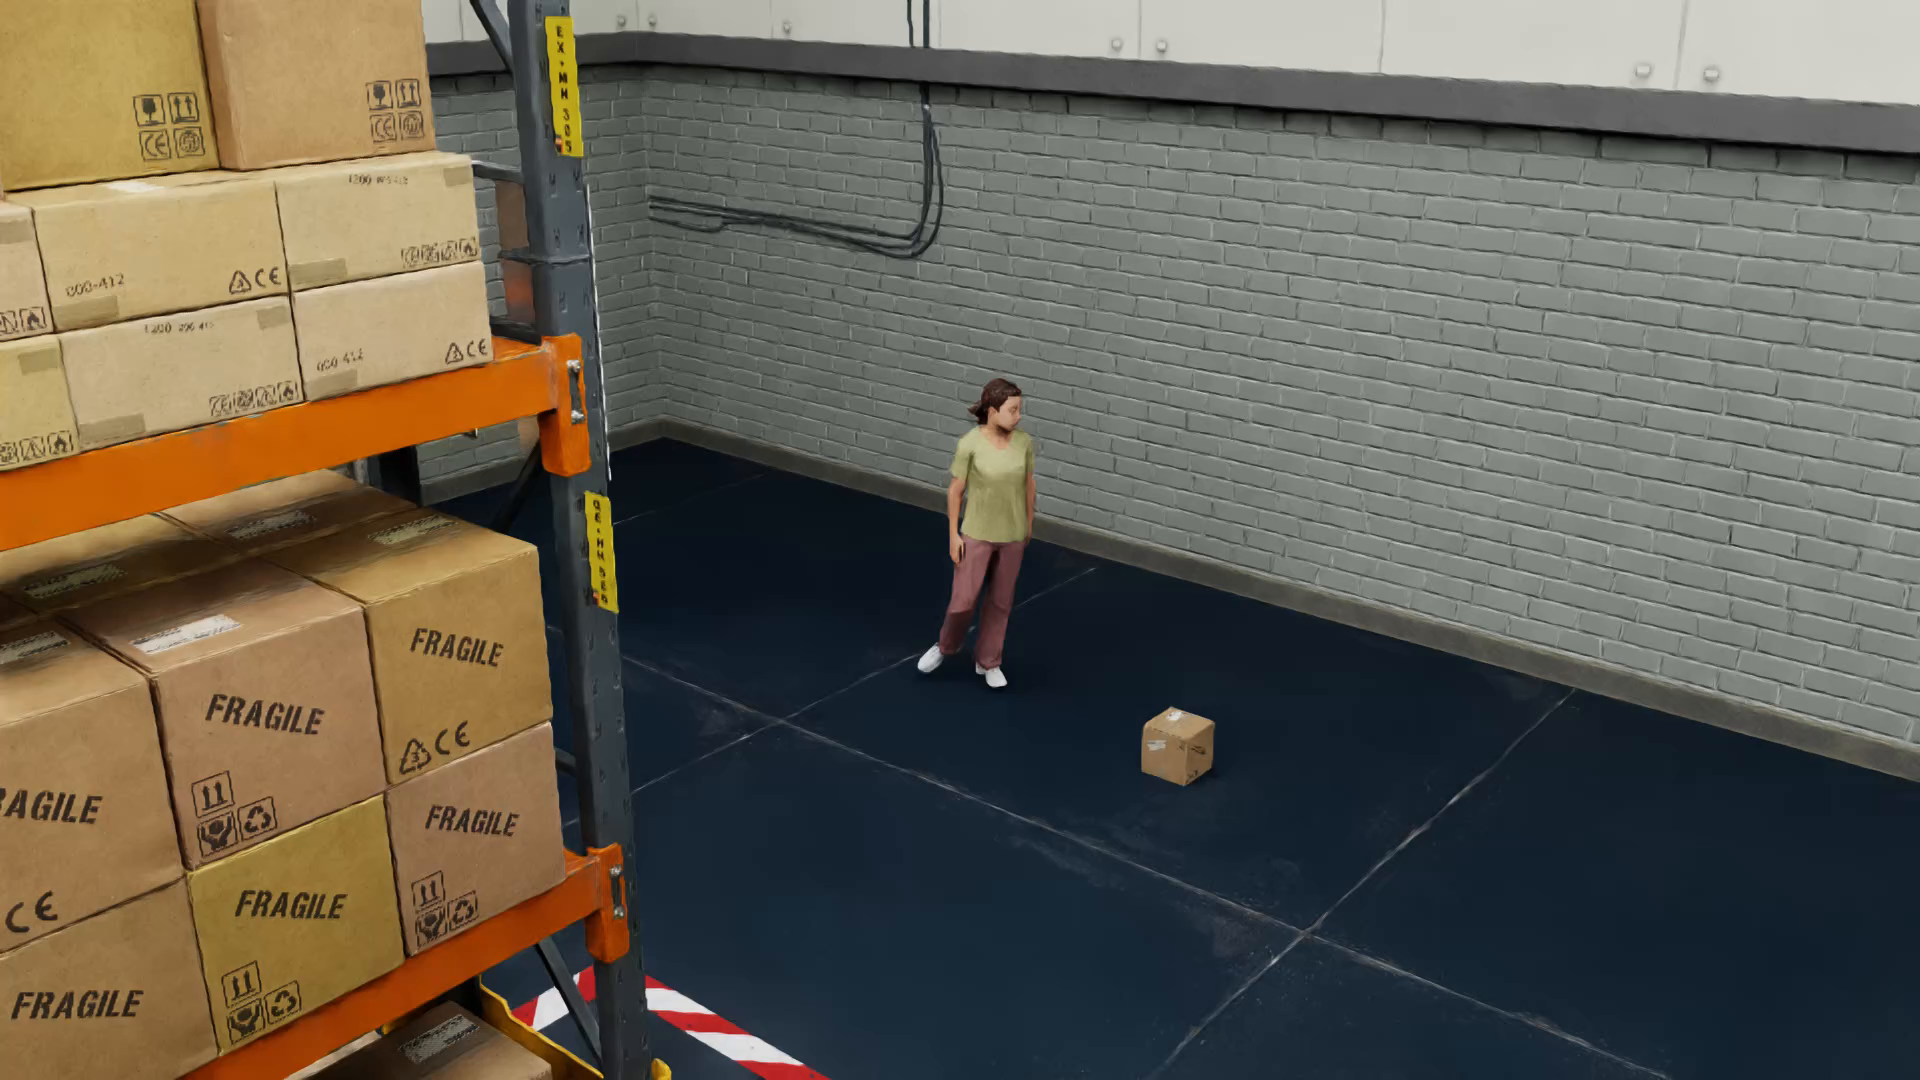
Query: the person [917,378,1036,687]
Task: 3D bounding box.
[{"bbox_3d":[0.095,-0.036,8.626,0.628,1.667,0.431,-6,21,-16],"label":"person"}]
